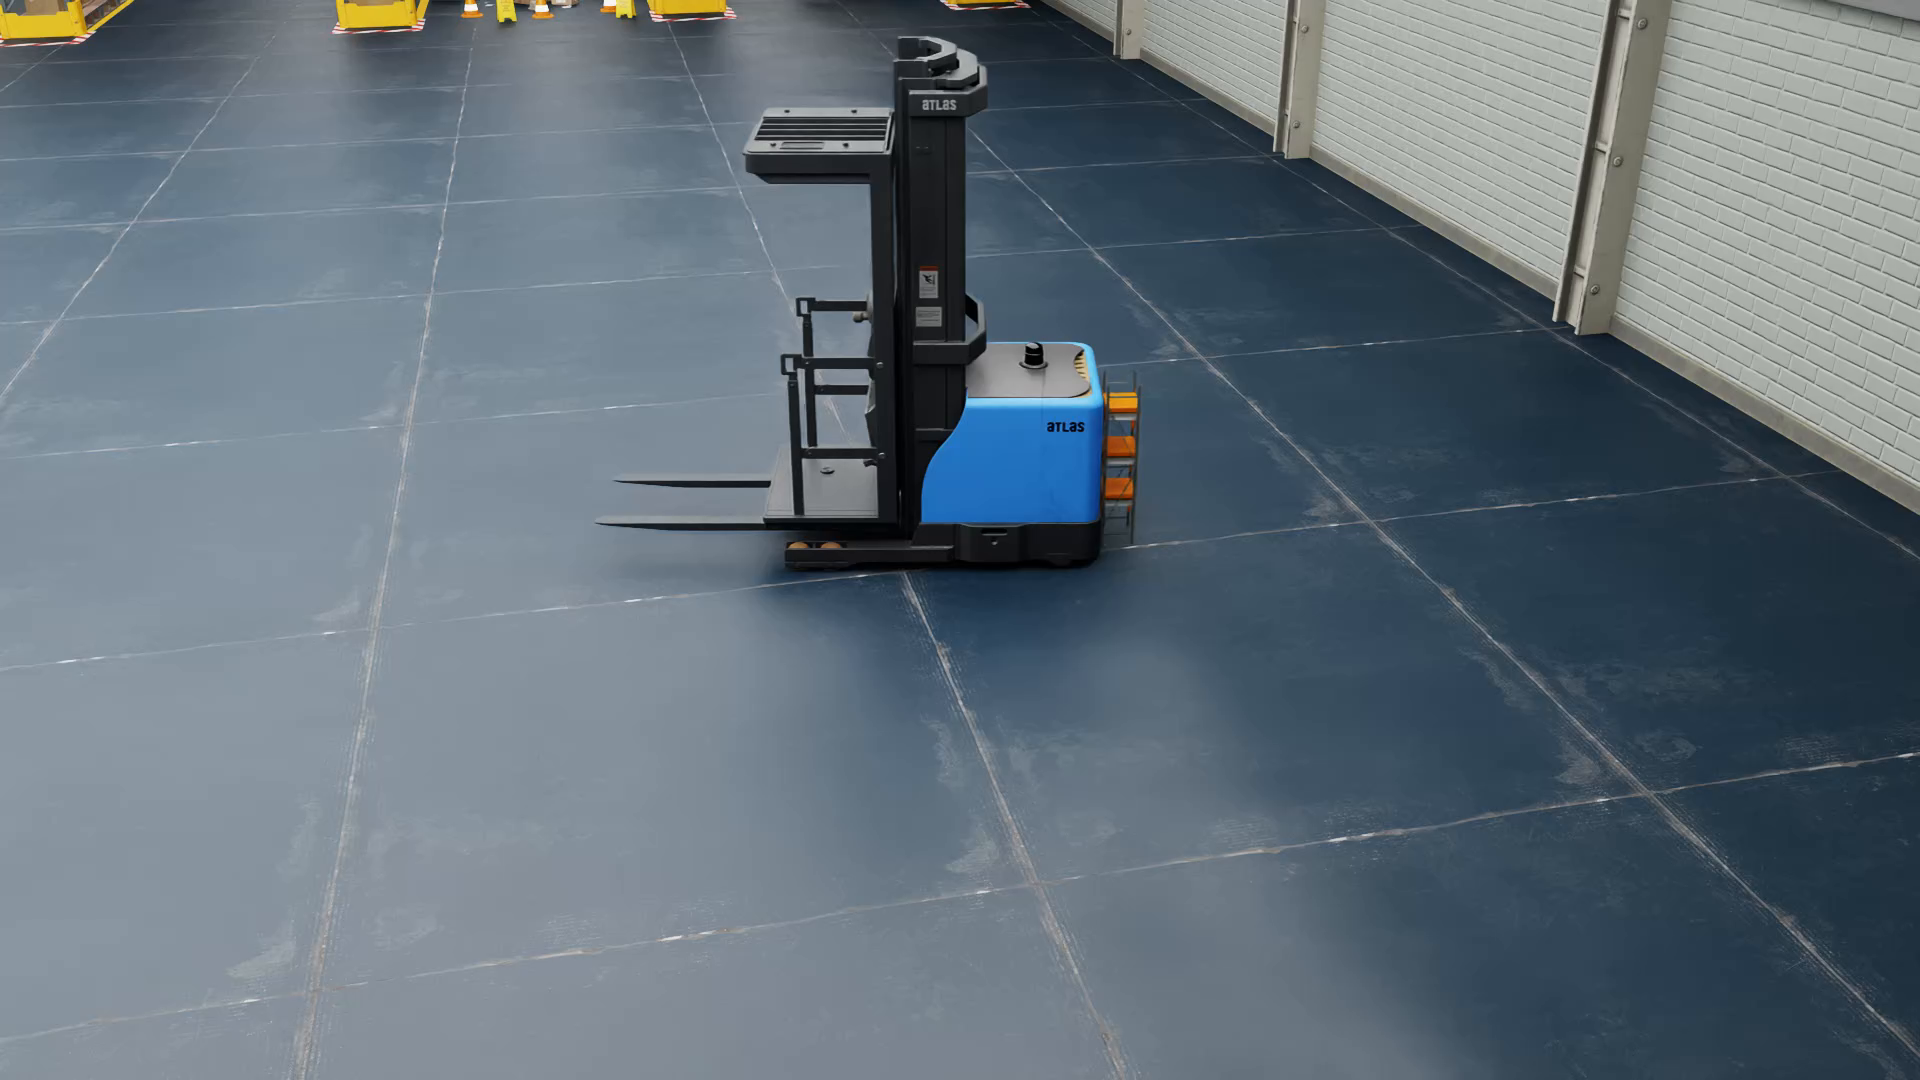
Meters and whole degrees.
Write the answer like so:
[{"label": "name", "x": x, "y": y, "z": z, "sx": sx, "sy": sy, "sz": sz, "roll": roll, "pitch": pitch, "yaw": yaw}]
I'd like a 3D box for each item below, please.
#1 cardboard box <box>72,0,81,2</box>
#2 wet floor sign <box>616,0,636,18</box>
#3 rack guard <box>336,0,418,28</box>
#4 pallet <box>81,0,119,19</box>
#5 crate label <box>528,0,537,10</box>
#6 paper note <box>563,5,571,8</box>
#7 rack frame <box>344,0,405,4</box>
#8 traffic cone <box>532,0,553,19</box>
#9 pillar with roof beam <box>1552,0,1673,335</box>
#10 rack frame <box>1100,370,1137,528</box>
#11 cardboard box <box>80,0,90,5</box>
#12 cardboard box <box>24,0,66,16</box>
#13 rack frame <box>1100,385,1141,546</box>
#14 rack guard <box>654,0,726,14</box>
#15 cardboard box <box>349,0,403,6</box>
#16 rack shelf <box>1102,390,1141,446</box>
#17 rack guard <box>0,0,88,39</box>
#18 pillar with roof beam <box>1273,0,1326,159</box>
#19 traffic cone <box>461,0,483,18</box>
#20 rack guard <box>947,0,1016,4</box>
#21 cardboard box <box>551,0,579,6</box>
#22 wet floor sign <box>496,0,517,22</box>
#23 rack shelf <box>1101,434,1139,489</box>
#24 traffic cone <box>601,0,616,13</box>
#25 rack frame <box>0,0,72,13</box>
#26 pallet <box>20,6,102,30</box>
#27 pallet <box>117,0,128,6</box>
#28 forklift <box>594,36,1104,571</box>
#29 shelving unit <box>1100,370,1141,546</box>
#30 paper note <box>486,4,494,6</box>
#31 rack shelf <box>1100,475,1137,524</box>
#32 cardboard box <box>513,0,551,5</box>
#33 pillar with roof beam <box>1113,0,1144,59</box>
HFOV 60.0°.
[{"label": "cardboard box", "x": -14.417, "y": -8.711, "z": 26.487, "sx": 0.500, "sy": 0.500, "sz": 0.500, "roll": 1, "pitch": 27, "yaw": 2}, {"label": "wet floor sign", "x": -5.469, "y": -8.868, "z": 27.103, "sx": 0.267, "sy": 0.644, "sz": 0.232, "roll": 3, "pitch": 27, "yaw": 6}, {"label": "rack guard", "x": -9.264, "y": -8.437, "z": 26.411, "sx": 1.175, "sy": 0.500, "sz": 0.348, "roll": -6, "pitch": 27, "yaw": -12}, {"label": "pallet", "x": -14.562, "y": -8.788, "z": 27.426, "sx": 1.003, "sy": 0.211, "sz": 1.213, "roll": -6, "pitch": 27, "yaw": -12}, {"label": "crate label", "x": -7.066, "y": -8.967, "z": 27.864, "sx": 0.250, "sy": 0.136, "sz": 0.298, "roll": -23, "pitch": 35, "yaw": -38}, {"label": "paper note", "x": -6.622, "y": -8.998, "z": 28.043, "sx": 0.148, "sy": 0.019, "sz": 0.142, "roll": -16, "pitch": 31, "yaw": -29}, {"label": "rack frame", "x": -9.269, "y": -9.564, "z": 25.869, "sx": 1.000, "sy": 3.000, "sz": 0.127, "roll": -6, "pitch": 27, "yaw": -12}, {"label": "traffic cone", "x": -6.828, "y": -8.774, "z": 27.120, "sx": 0.336, "sy": 0.463, "sz": 0.334, "roll": -6, "pitch": 27, "yaw": -12}, {"label": "pillar with roof beam", "x": 0.949, "y": -5.352, "z": 10.868, "sx": 9.100, "sy": 9.000, "sz": 0.400, "roll": -6, "pitch": 27, "yaw": -12}, {"label": "rack frame", "x": 0.955, "y": -0.543, "z": 10.160, "sx": 0.200, "sy": 1.050, "sz": 0.008, "roll": 0, "pitch": 27, "yaw": -1}, {"label": "cardboard box", "x": -14.540, "y": -8.987, "z": 27.035, "sx": 0.500, "sy": 0.500, "sz": 0.500, "roll": -3, "pitch": 27, "yaw": -7}, {"label": "cardboard box", "x": -14.249, "y": -8.452, "z": 25.974, "sx": 0.500, "sy": 0.500, "sz": 0.500, "roll": -1, "pitch": 27, "yaw": -2}, {"label": "rack frame", "x": 0.959, "y": -0.433, "z": 9.942, "sx": 0.200, "sy": 1.050, "sz": 0.008, "roll": 0, "pitch": 27, "yaw": -1}, {"label": "rack guard", "x": -4.487, "y": -9.028, "z": 27.582, "sx": 1.175, "sy": 0.500, "sz": 0.348, "roll": -6, "pitch": 27, "yaw": -12}, {"label": "cardboard box", "x": -9.487, "y": -9.094, "z": 26.829, "sx": 0.875, "sy": 0.875, "sz": 0.875, "roll": -6, "pitch": 27, "yaw": -11}, {"label": "rack shelf", "x": 0.957, "y": -0.731, "z": 9.928, "sx": 0.215, "sy": 0.259, "sz": 0.240, "roll": 0, "pitch": 27, "yaw": -1}, {"label": "rack guard", "x": -14.142, "y": -8.022, "z": 25.588, "sx": 1.175, "sy": 0.500, "sz": 0.348, "roll": -6, "pitch": 27, "yaw": -12}, {"label": "pillar with roof beam", "x": -0.403, "y": -7.987, "z": 16.086, "sx": 9.100, "sy": 9.000, "sz": 0.400, "roll": -6, "pitch": 27, "yaw": -12}, {"label": "traffic cone", "x": -8.006, "y": -8.808, "z": 27.188, "sx": 0.336, "sy": 0.463, "sz": 0.334, "roll": -6, "pitch": 27, "yaw": -12}, {"label": "rack guard", "x": 0.371, "y": -9.490, "z": 28.497, "sx": 1.175, "sy": 0.500, "sz": 0.348, "roll": -6, "pitch": 27, "yaw": -12}, {"label": "cardboard box", "x": -6.733, "y": -9.208, "z": 28.328, "sx": 0.380, "sy": 0.149, "sz": 0.250, "roll": 8, "pitch": 28, "yaw": 15}, {"label": "wet floor sign", "x": -7.334, "y": -8.701, "z": 26.772, "sx": 0.267, "sy": 0.644, "sz": 0.232, "roll": -11, "pitch": 29, "yaw": -20}, {"label": "rack shelf", "x": 0.957, "y": -0.478, "z": 10.056, "sx": 0.215, "sy": 0.259, "sz": 0.240, "roll": 0, "pitch": 27, "yaw": -1}, {"label": "traffic cone", "x": -5.823, "y": -9.036, "z": 27.639, "sx": 0.336, "sy": 0.463, "sz": 0.334, "roll": -6, "pitch": 27, "yaw": -12}, {"label": "rack frame", "x": -14.125, "y": -9.104, "z": 24.959, "sx": 1.000, "sy": 3.000, "sz": 0.127, "roll": -6, "pitch": 27, "yaw": -12}, {"label": "pallet", "x": -14.290, "y": -8.253, "z": 26.367, "sx": 1.003, "sy": 0.211, "sz": 1.213, "roll": -6, "pitch": 27, "yaw": -12}, {"label": "pallet", "x": -14.840, "y": -9.324, "z": 28.489, "sx": 1.003, "sy": 0.211, "sz": 1.213, "roll": -6, "pitch": 27, "yaw": -12}, {"label": "forklift", "x": -0.678, "y": -1.363, "z": 9.699, "sx": 3.031, "sy": 2.935, "sz": 1.130, "roll": 0, "pitch": 27, "yaw": 0}, {"label": "shelving unit", "x": 0.957, "y": -0.488, "z": 10.051, "sx": 0.215, "sy": 1.050, "sz": 0.252, "roll": 0, "pitch": 27, "yaw": -1}, {"label": "paper note", "x": -7.959, "y": -9.080, "z": 28.207, "sx": 0.144, "sy": 0.017, "sz": 0.142, "roll": 3, "pitch": 27, "yaw": 6}, {"label": "rack shelf", "x": 0.957, "y": -0.230, "z": 10.181, "sx": 0.215, "sy": 0.259, "sz": 0.240, "roll": 0, "pitch": 27, "yaw": -1}, {"label": "cardboard box", "x": -7.332, "y": -9.510, "z": 28.533, "sx": 0.637, "sy": 0.503, "sz": 0.797, "roll": 19, "pitch": 32, "yaw": 32}, {"label": "pillar with roof beam", "x": -1.755, "y": -10.621, "z": 21.305, "sx": 9.100, "sy": 9.000, "sz": 0.400, "roll": -6, "pitch": 27, "yaw": -12}]
